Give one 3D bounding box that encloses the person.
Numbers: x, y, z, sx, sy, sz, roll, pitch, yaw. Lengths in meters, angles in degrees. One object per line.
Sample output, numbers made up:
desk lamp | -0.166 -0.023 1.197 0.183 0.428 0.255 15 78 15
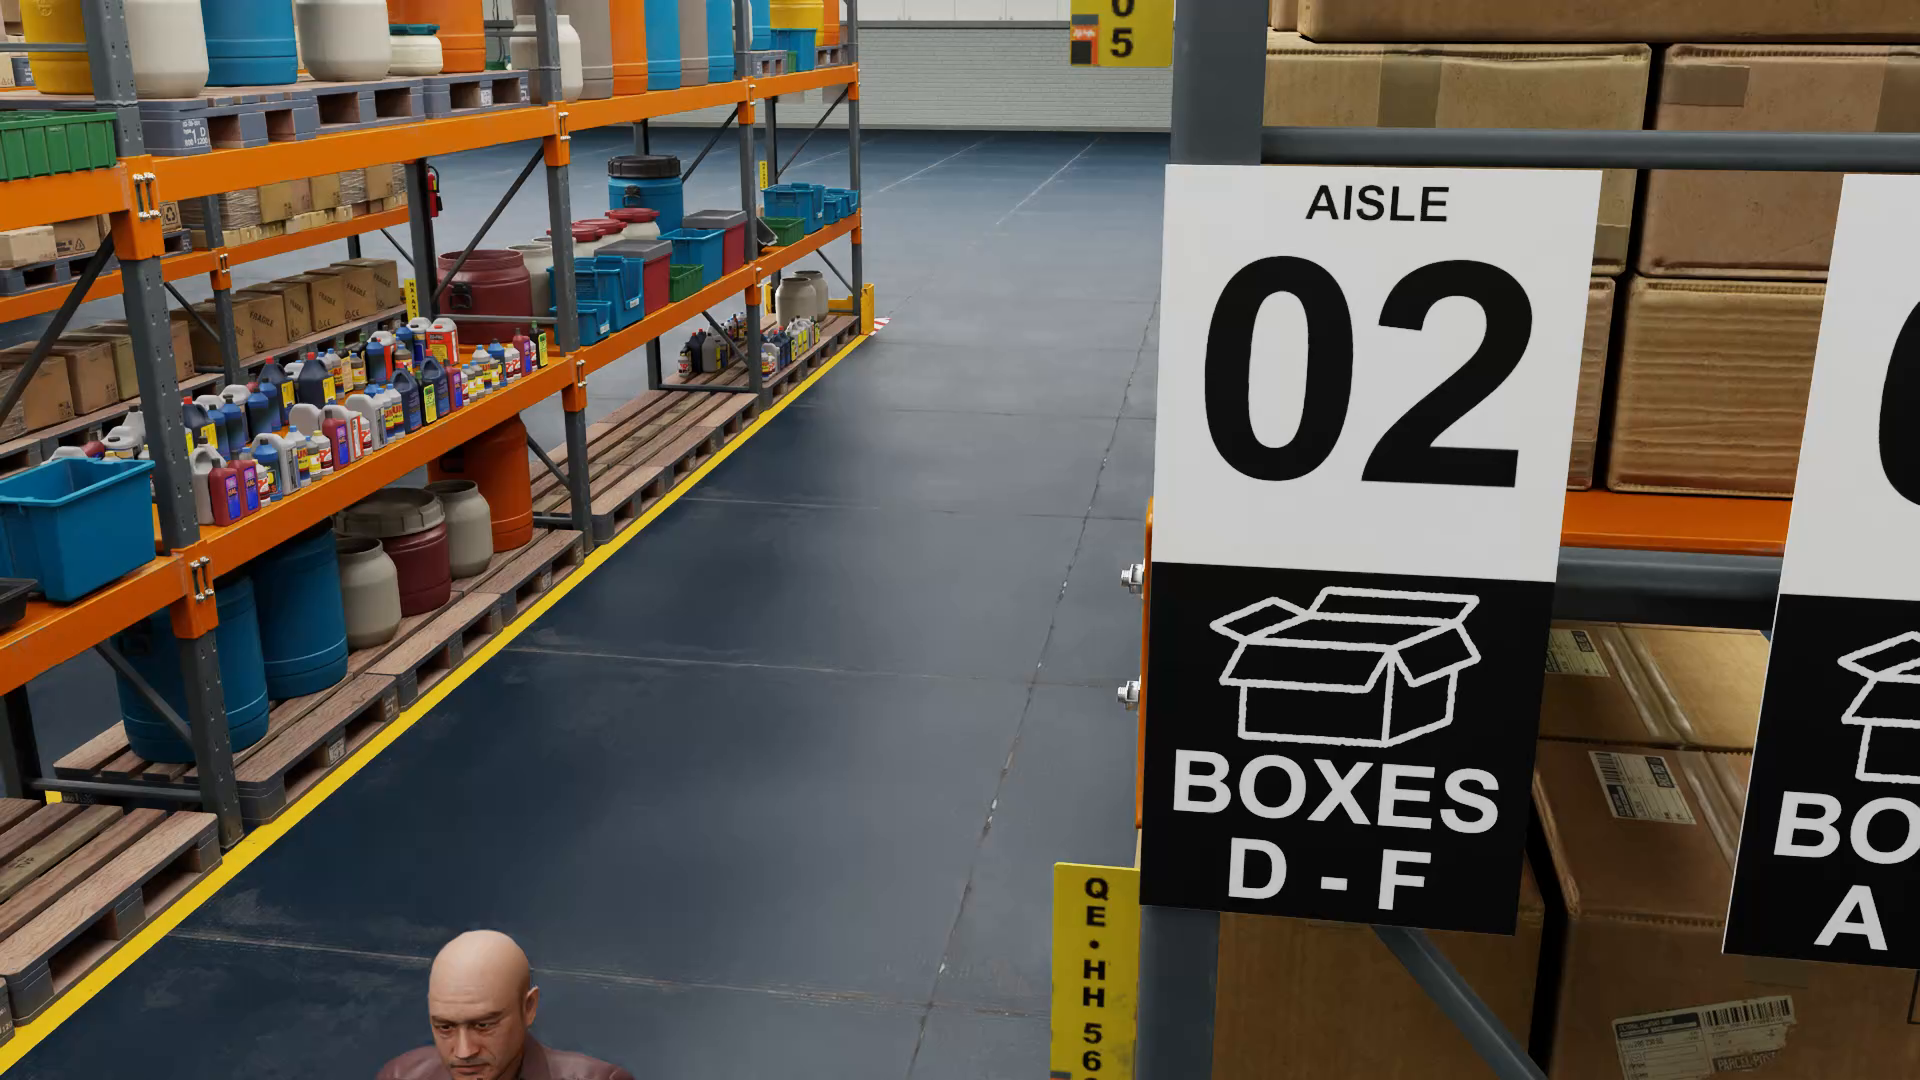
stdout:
person | -0.846 1.577 3.077 0.588 1.809 0.491 2 18 7
